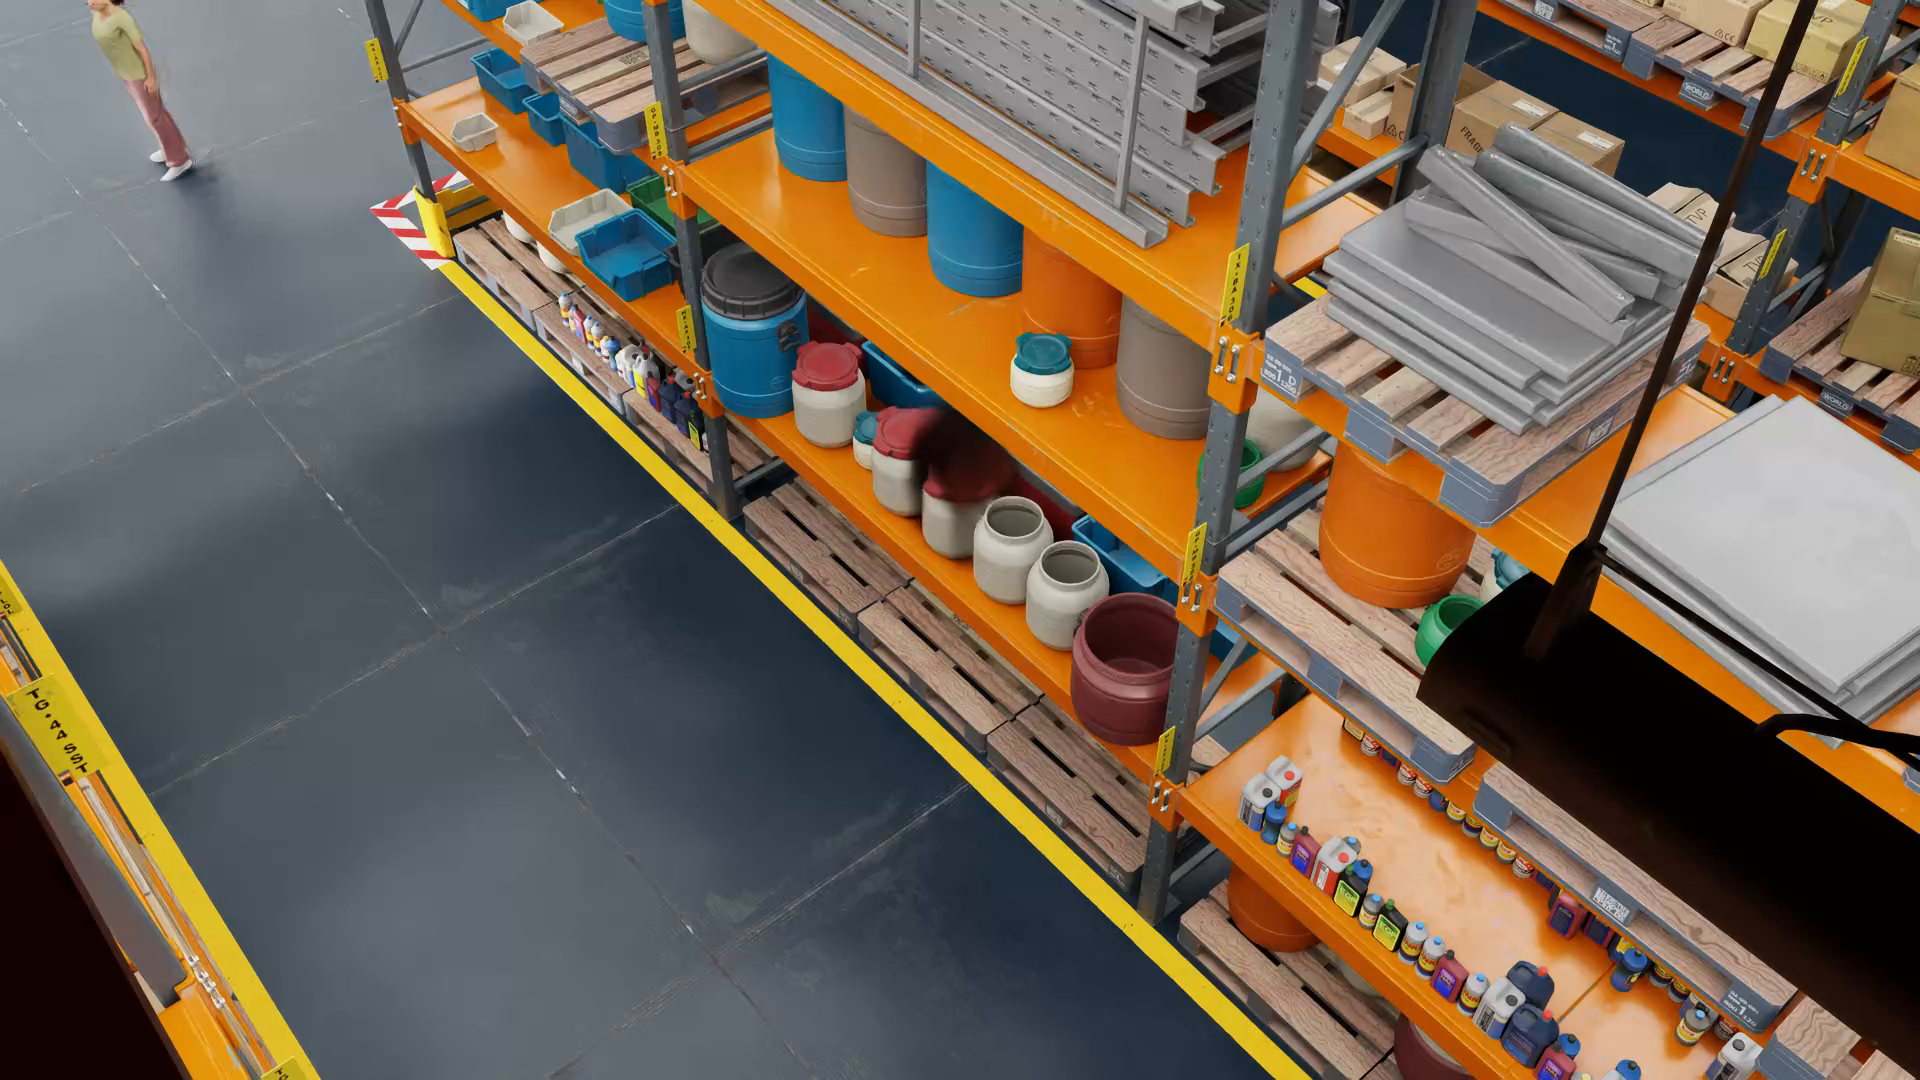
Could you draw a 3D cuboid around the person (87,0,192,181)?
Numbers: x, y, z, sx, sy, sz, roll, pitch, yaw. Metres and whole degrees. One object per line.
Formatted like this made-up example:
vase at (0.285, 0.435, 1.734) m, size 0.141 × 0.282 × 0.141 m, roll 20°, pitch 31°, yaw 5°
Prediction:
person at (-6.674, -3.748, 13.423) m, size 0.531 × 1.711 × 0.407 m, roll 29°, pitch 53°, yaw 24°
